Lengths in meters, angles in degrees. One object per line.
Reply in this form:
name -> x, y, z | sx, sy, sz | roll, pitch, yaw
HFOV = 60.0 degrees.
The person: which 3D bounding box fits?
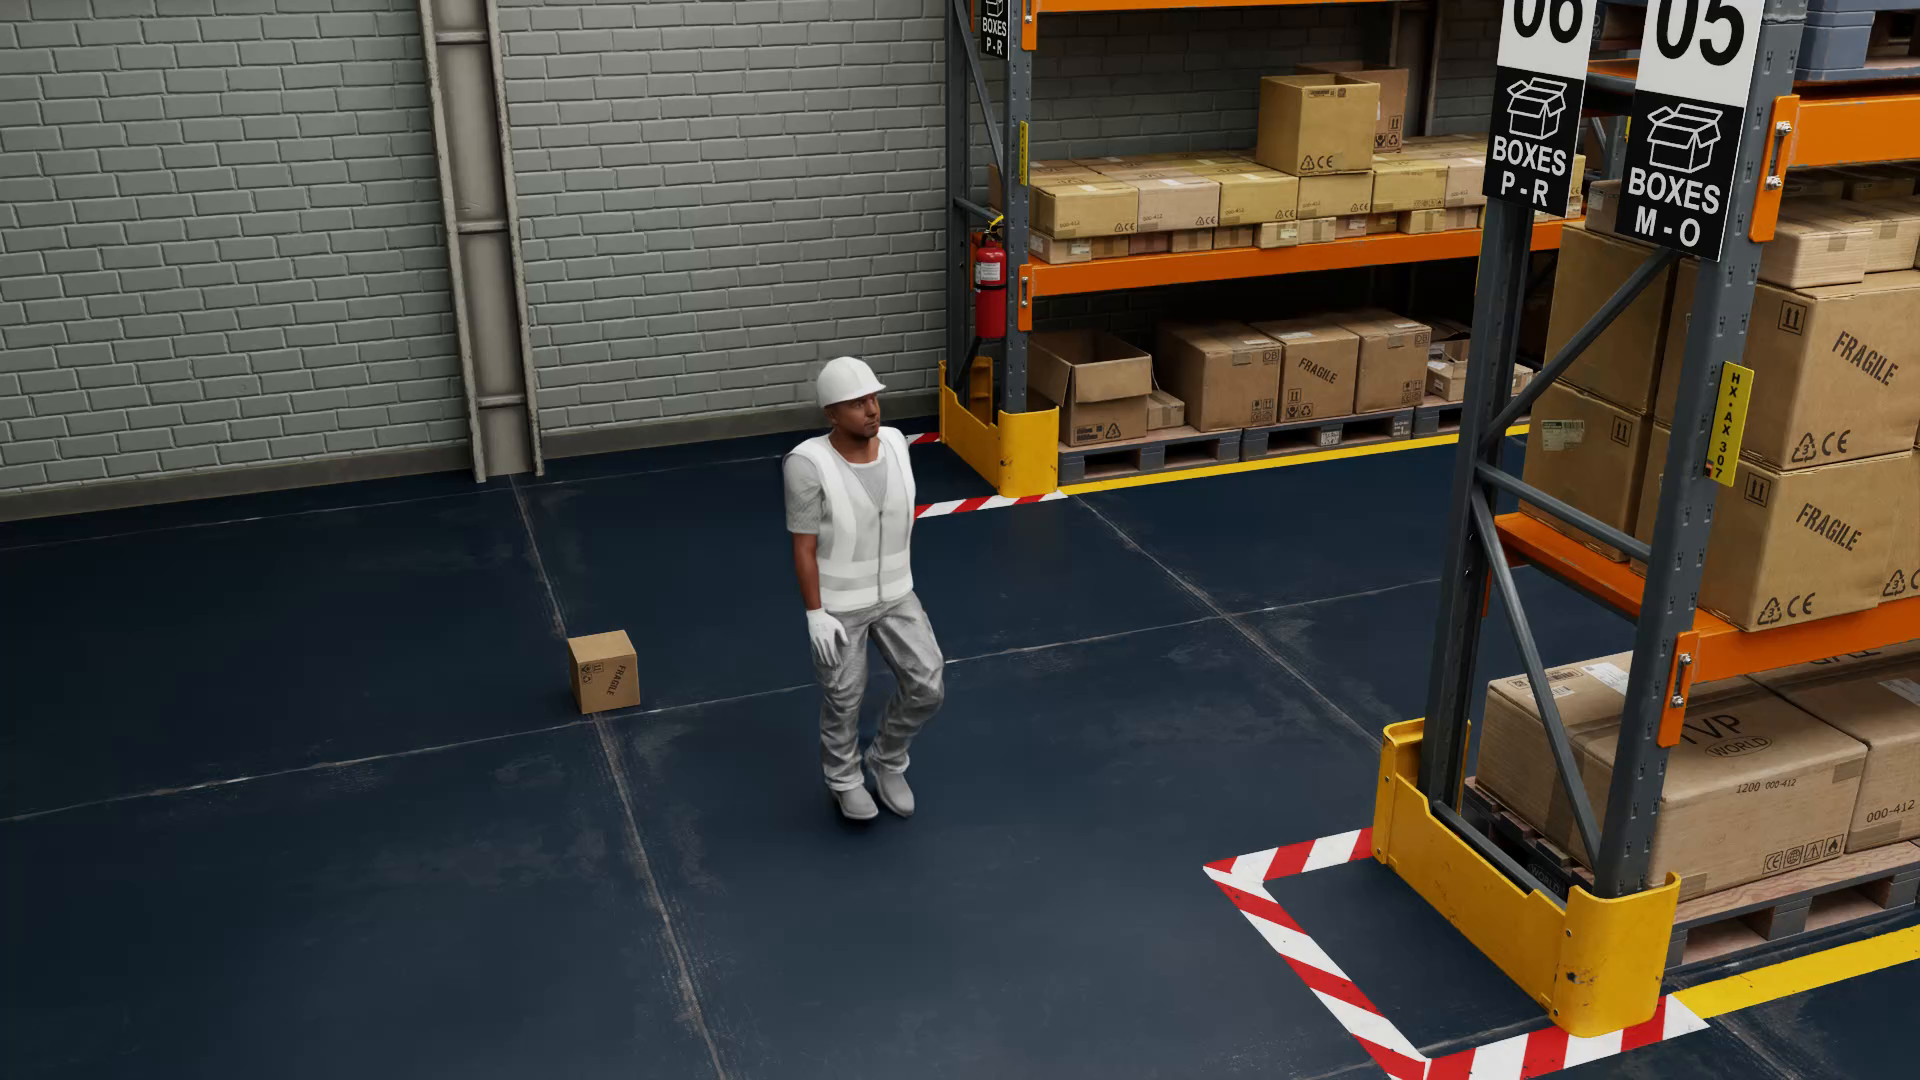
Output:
person -> -0.342, 0.232, 5.972 | 0.544, 1.812, 0.455 | -15, 27, -32
